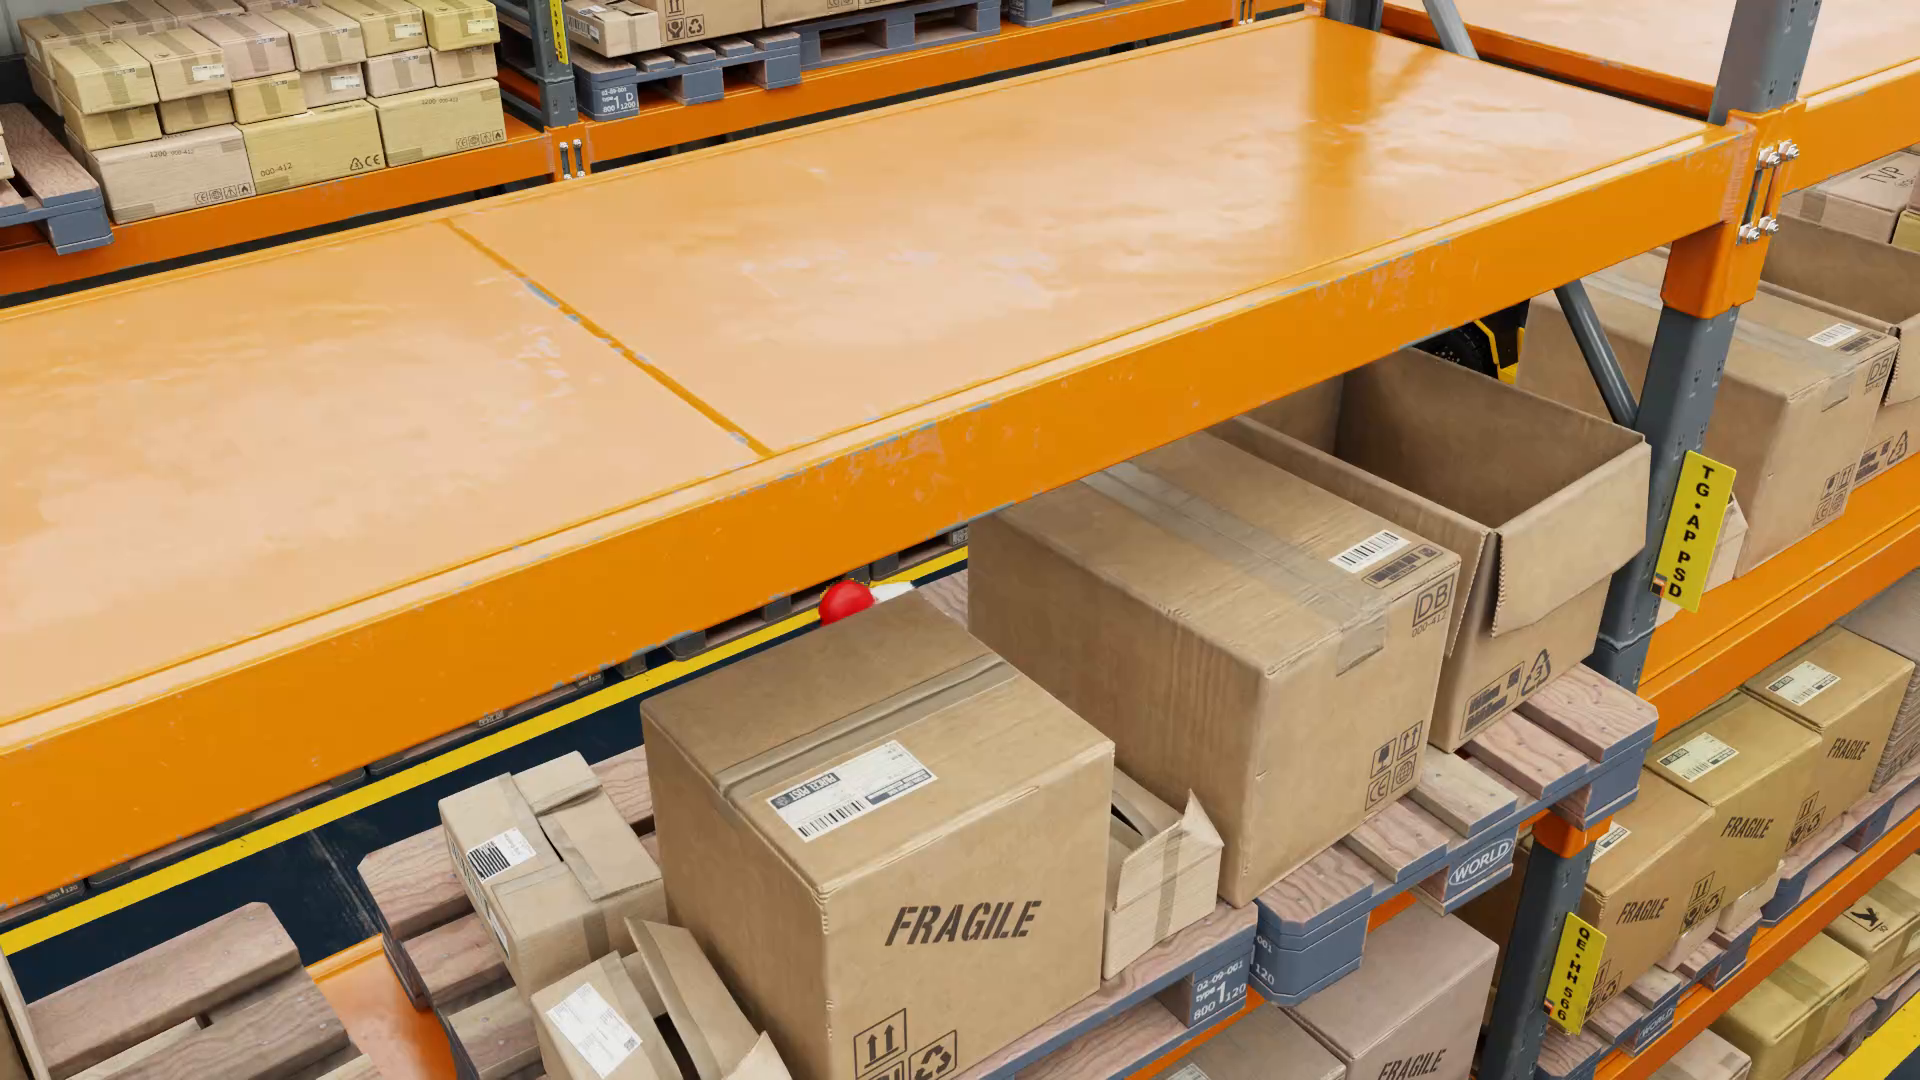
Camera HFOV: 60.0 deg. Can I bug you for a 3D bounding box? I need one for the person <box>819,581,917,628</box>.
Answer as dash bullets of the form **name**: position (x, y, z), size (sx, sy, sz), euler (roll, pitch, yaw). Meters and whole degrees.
- **person**: position (-0.211, 0.692, 6.960), size (0.858, 1.472, 0.484), euler (-23, 39, -32)
